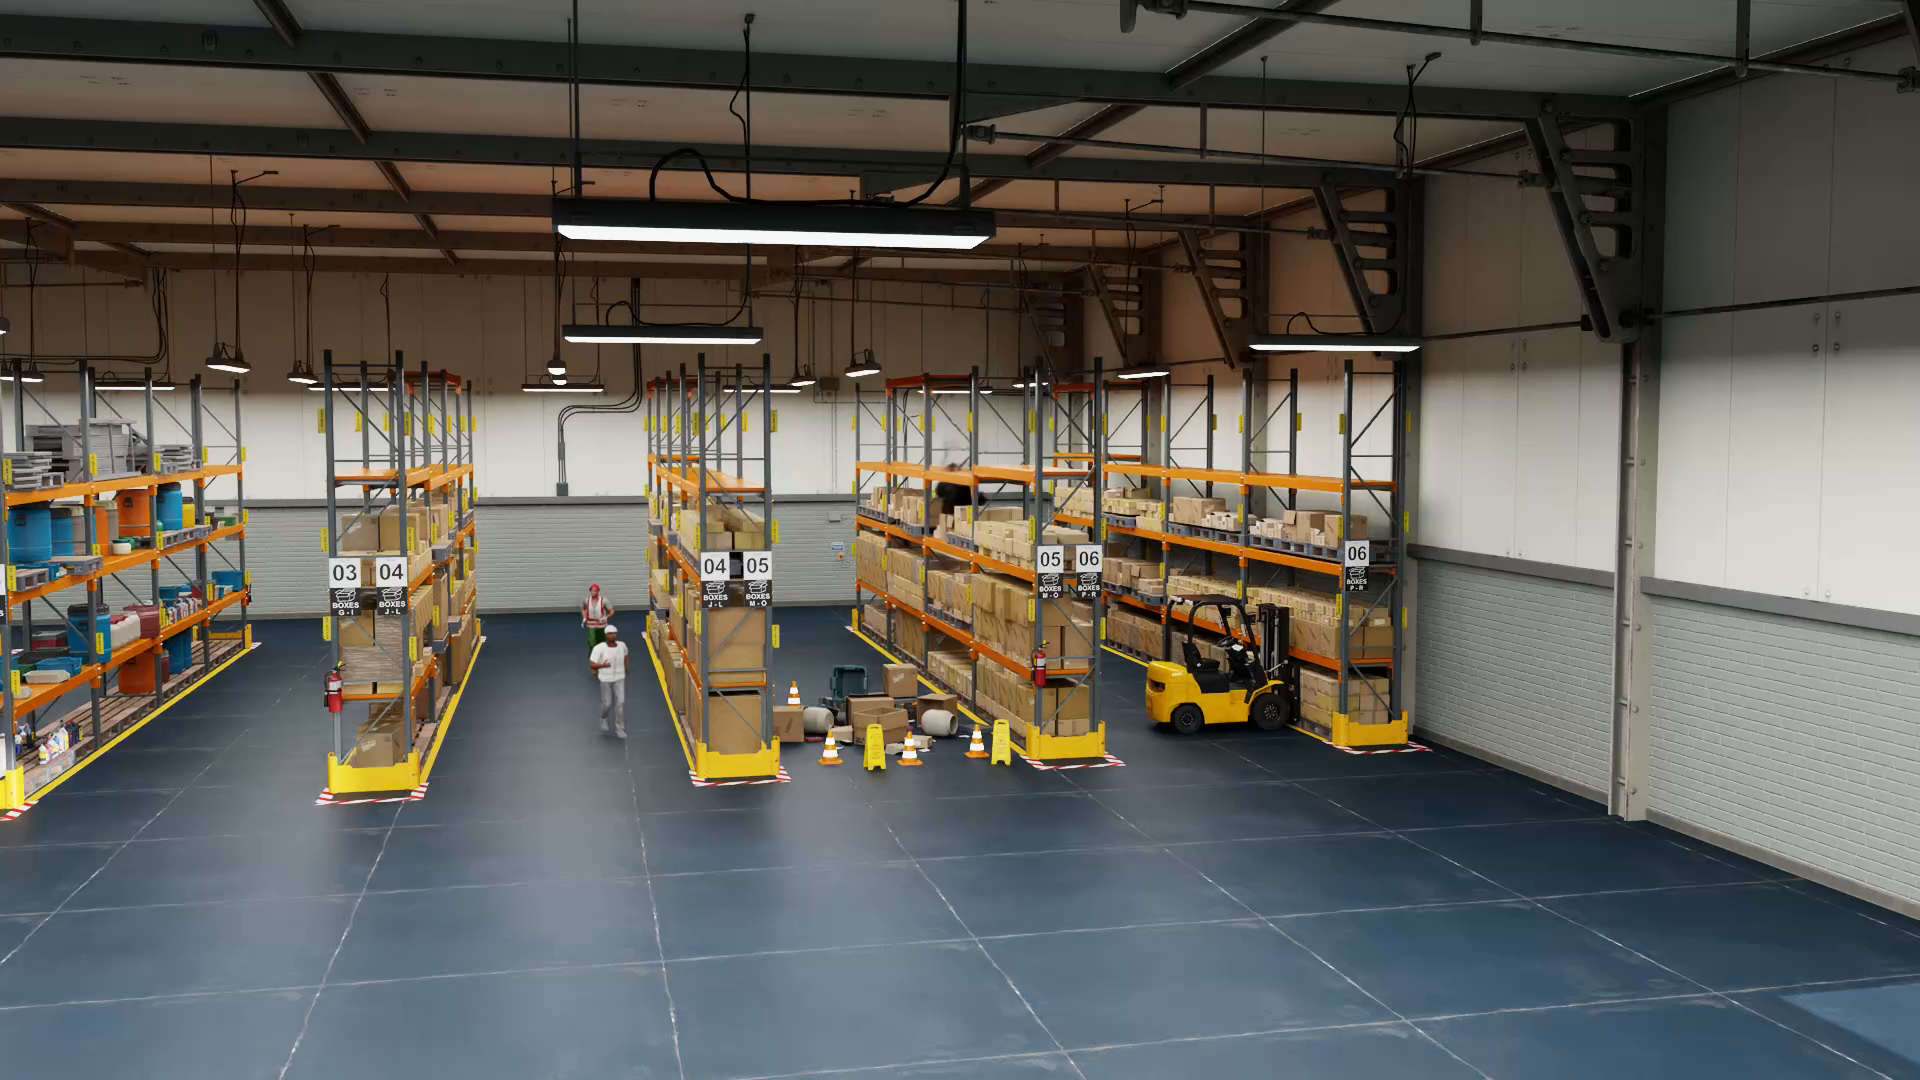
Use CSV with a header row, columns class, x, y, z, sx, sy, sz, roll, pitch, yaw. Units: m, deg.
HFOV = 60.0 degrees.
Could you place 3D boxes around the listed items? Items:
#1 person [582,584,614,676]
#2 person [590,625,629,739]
class,x,y,z,sx,sy,sz,roll,pitch,yaw
person,-7.286,1.774,33.453,0.649,1.814,0.865,-1,4,-8
person,-5.563,2.237,26.577,0.701,1.765,0.917,-2,4,-28
